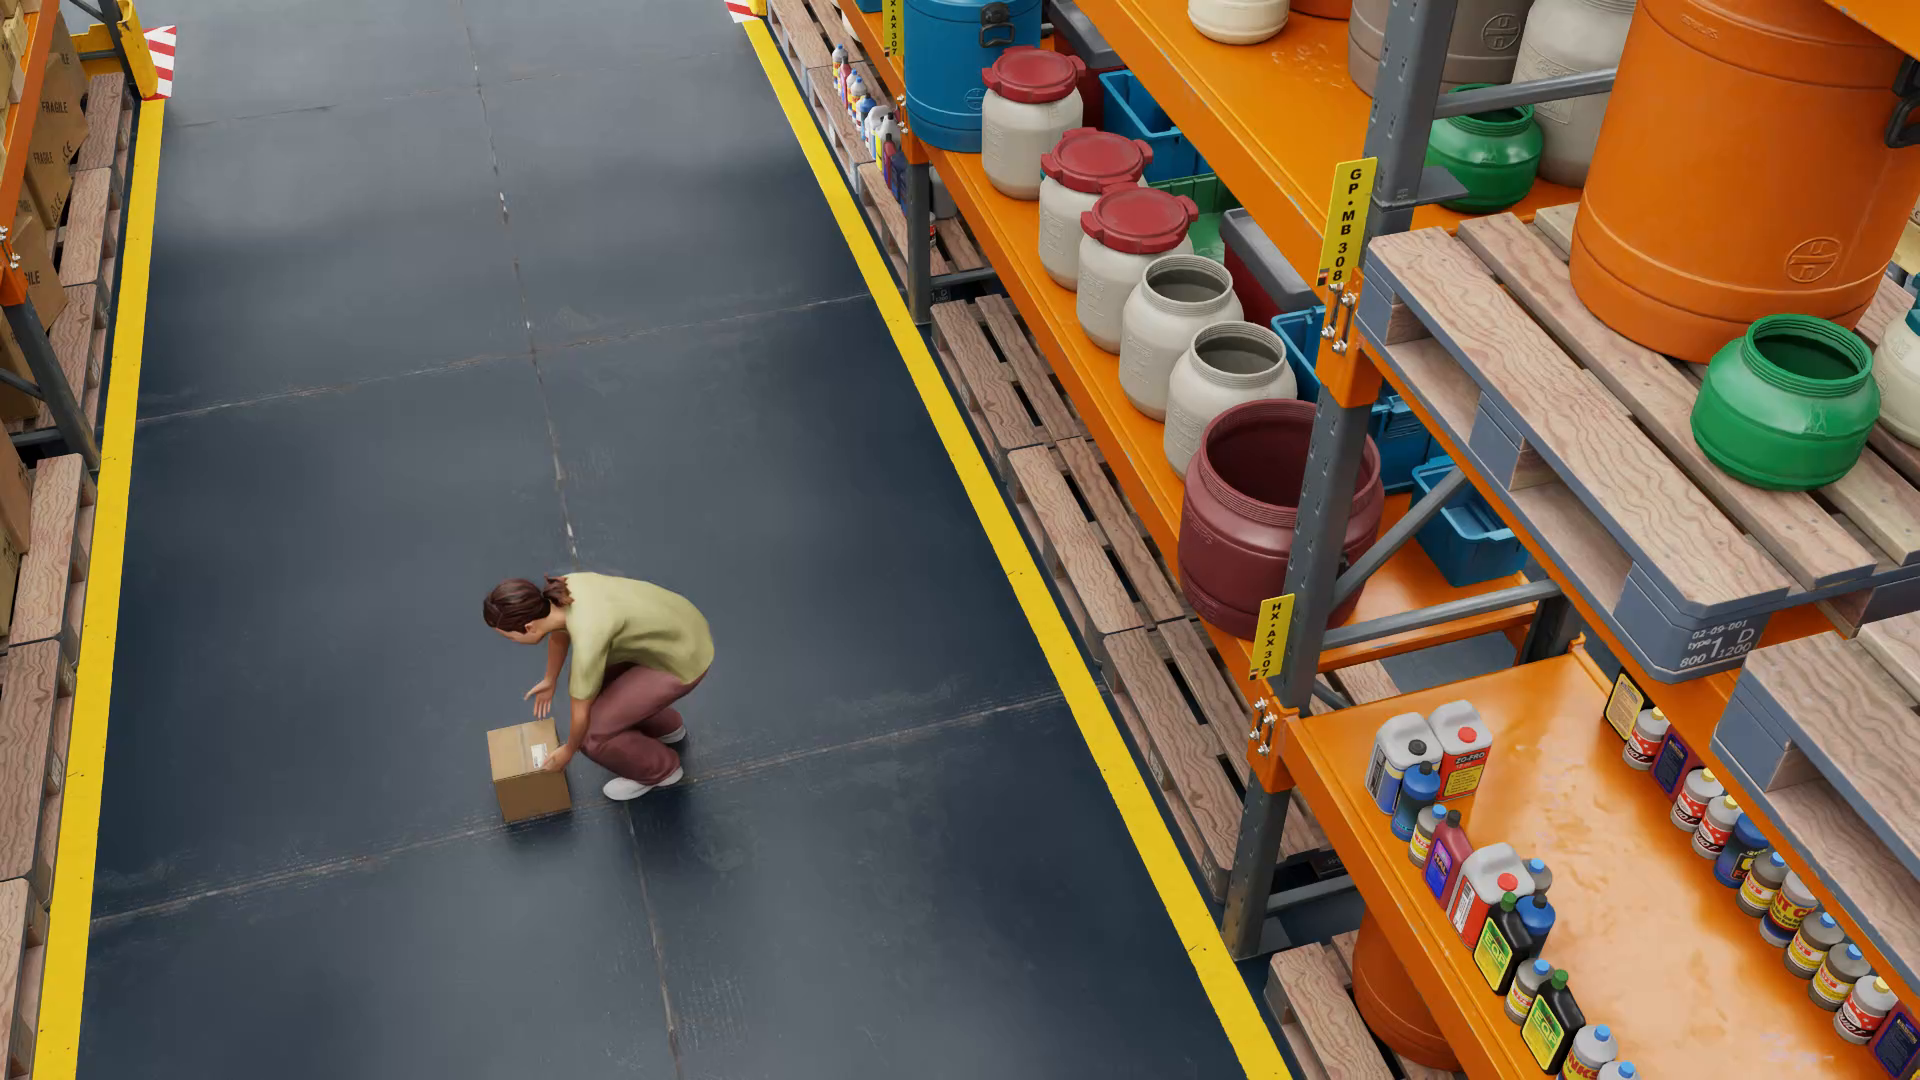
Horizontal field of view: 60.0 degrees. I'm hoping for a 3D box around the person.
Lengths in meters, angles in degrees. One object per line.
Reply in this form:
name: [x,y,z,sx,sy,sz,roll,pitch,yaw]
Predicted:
person: [-1.264,0.495,6.046,0.757,1.103,0.502,-12,44,-13]
